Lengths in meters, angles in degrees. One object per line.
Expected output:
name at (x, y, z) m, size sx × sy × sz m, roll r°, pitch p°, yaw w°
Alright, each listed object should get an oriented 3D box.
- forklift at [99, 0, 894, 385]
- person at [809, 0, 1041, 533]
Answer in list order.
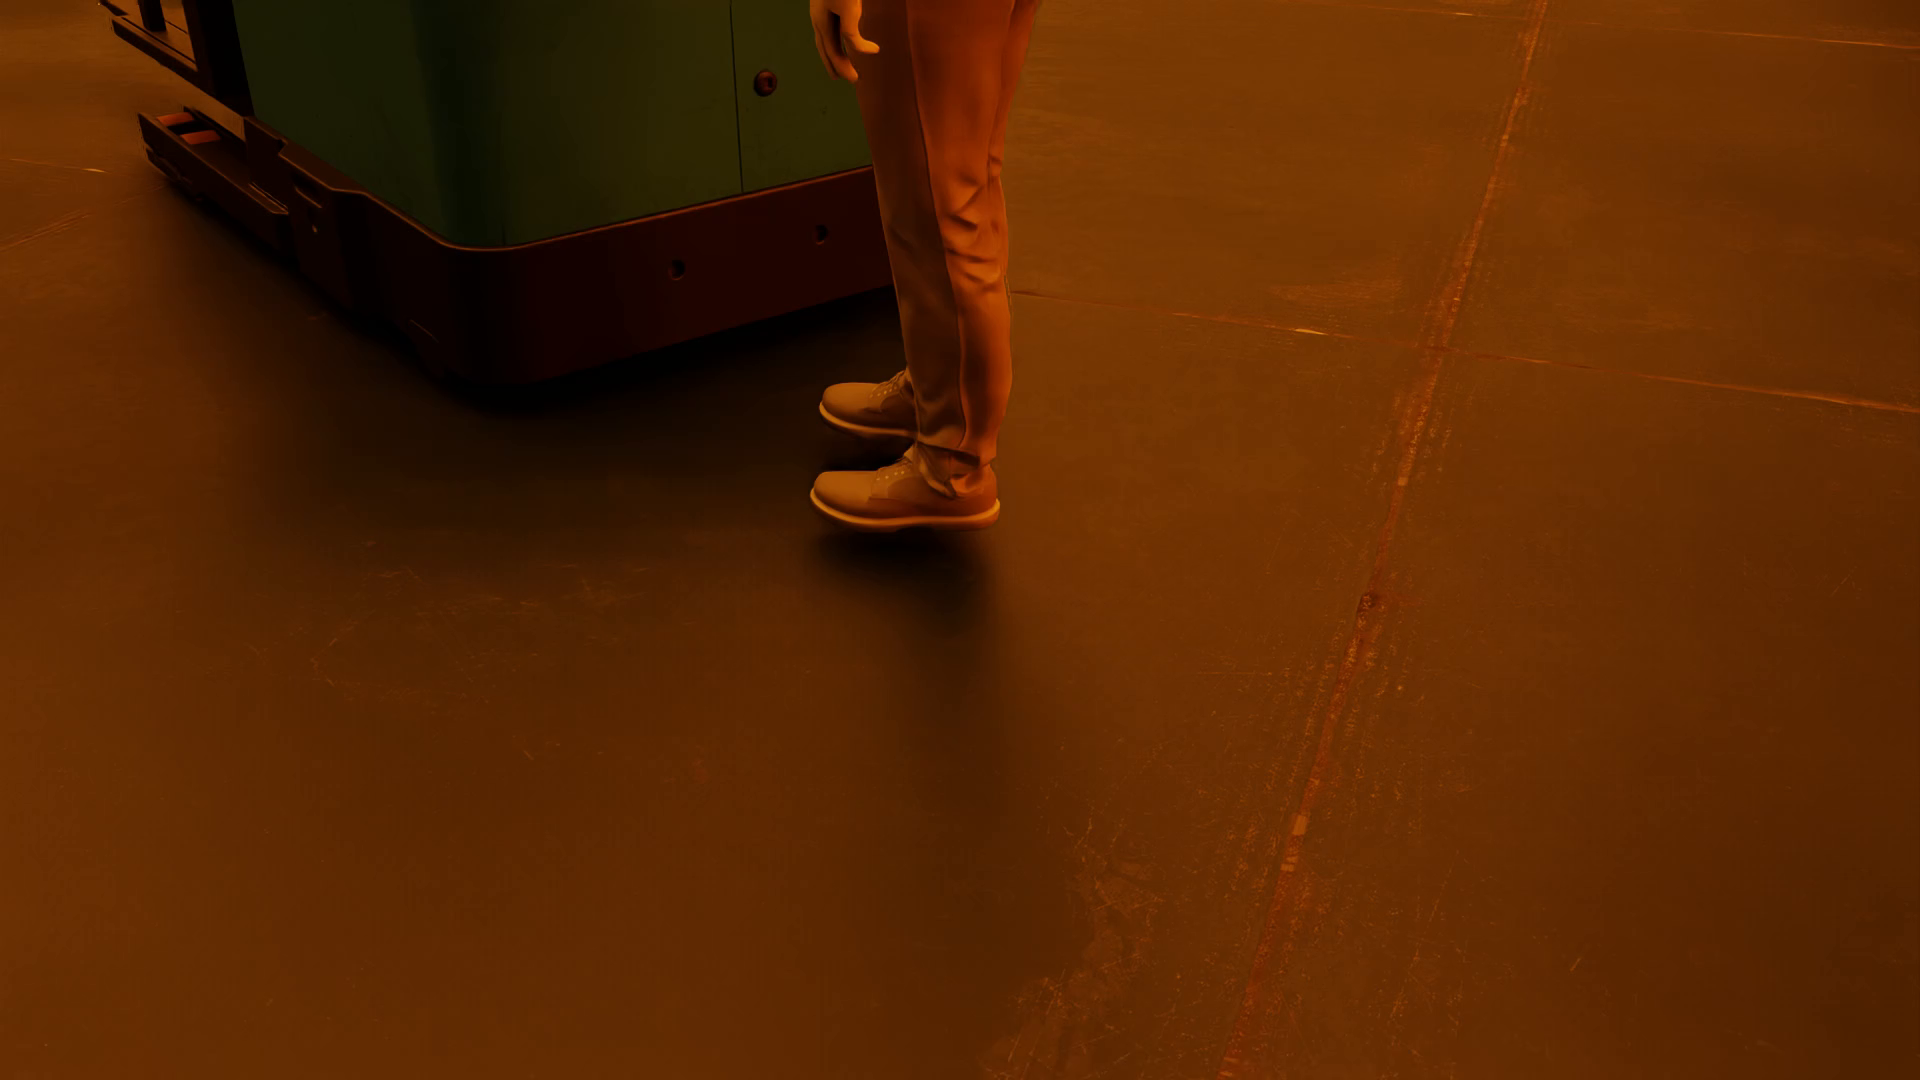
forklift at (-1.317, -2.198, 3.407) m, size 1.130 × 2.935 × 3.031 m, roll -21°, pitch 36°, yaw -33°
person at (-0.069, -0.786, 2.082) m, size 0.525 × 1.695 × 0.600 m, roll 11°, pitch 31°, yaw 18°
